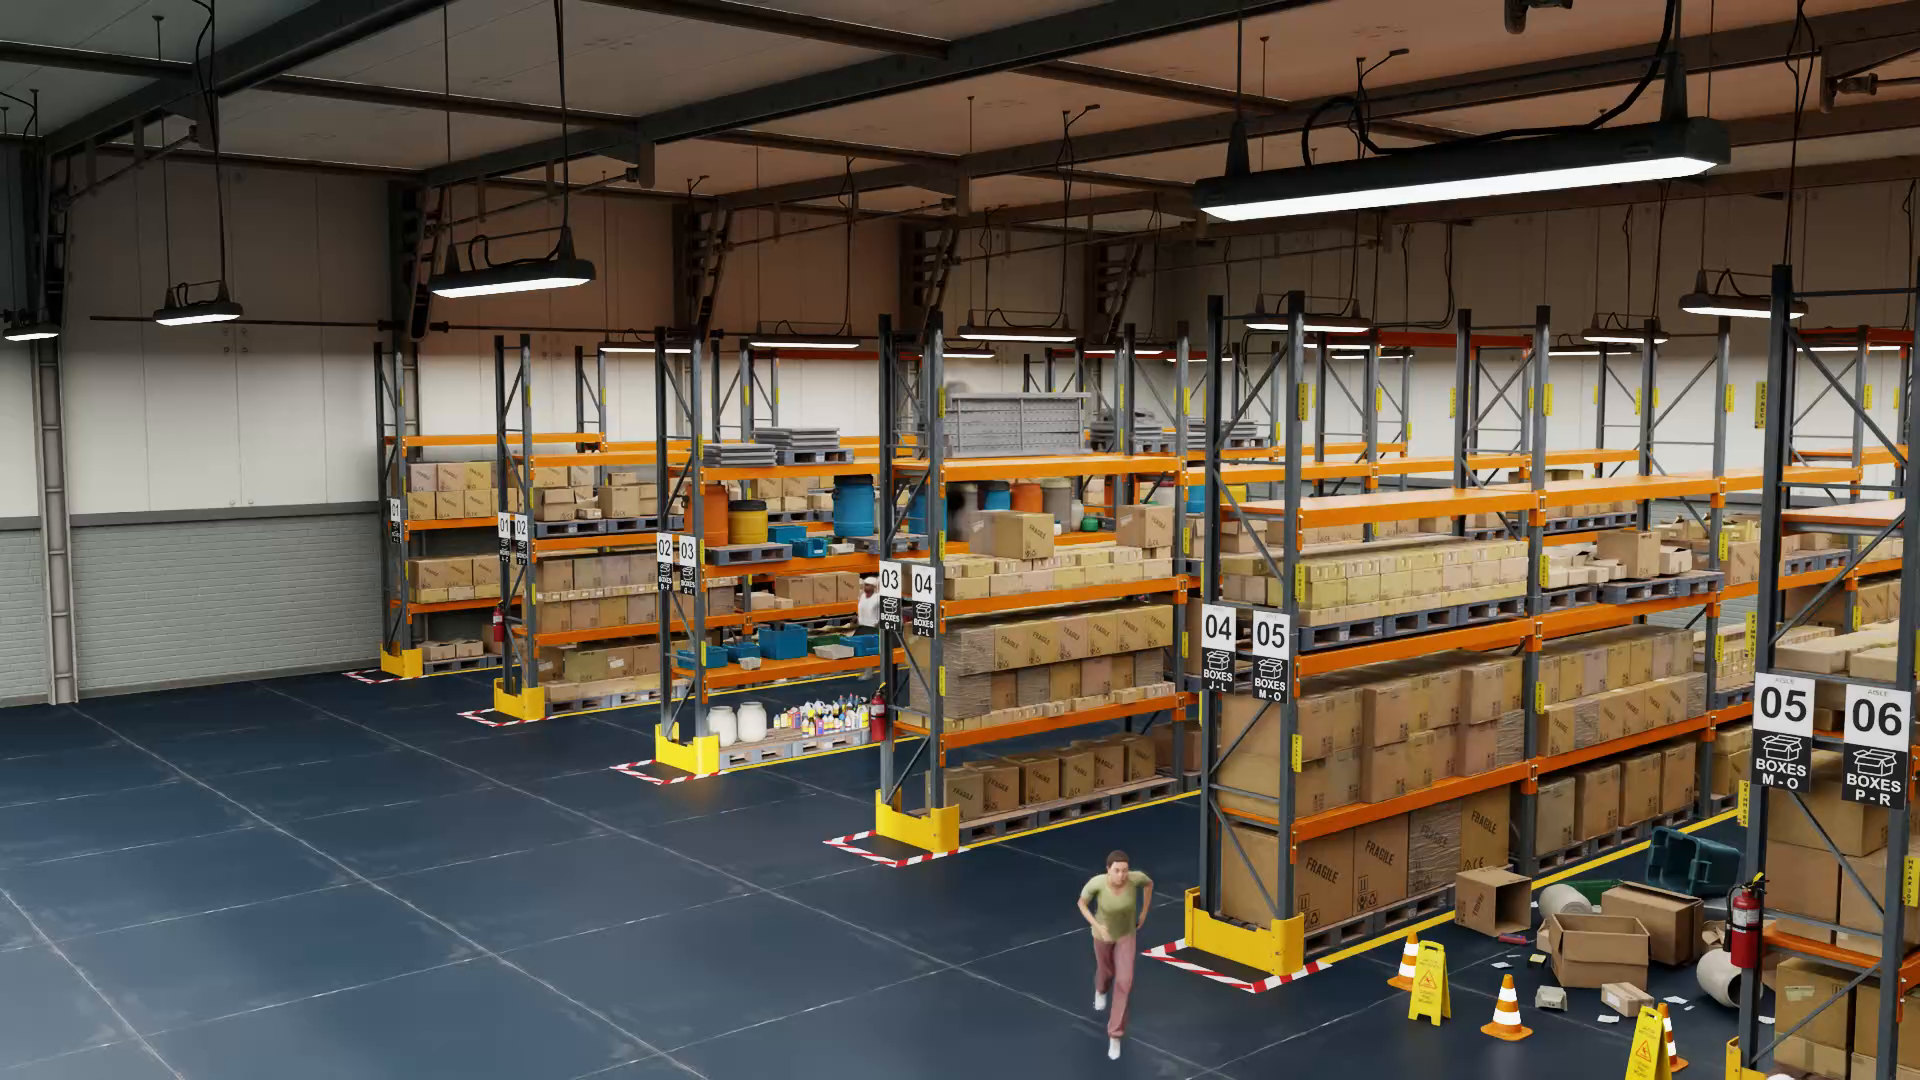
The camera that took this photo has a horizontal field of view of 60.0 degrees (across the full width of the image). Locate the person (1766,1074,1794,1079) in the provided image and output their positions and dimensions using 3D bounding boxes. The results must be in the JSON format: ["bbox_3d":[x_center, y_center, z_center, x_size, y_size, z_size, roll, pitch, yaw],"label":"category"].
[{"bbox_3d":[4.024,3.525,8.262,0.699,1.773,0.976,3,6,29],"label":"person"}]

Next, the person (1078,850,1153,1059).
[{"bbox_3d":[1.220,3.181,13.285,0.613,1.624,1.004,-1,5,-6],"label":"person"}]

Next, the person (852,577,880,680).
[{"bbox_3d":[-1.486,1.477,27.931,0.702,1.738,0.598,5,7,43],"label":"person"}]
